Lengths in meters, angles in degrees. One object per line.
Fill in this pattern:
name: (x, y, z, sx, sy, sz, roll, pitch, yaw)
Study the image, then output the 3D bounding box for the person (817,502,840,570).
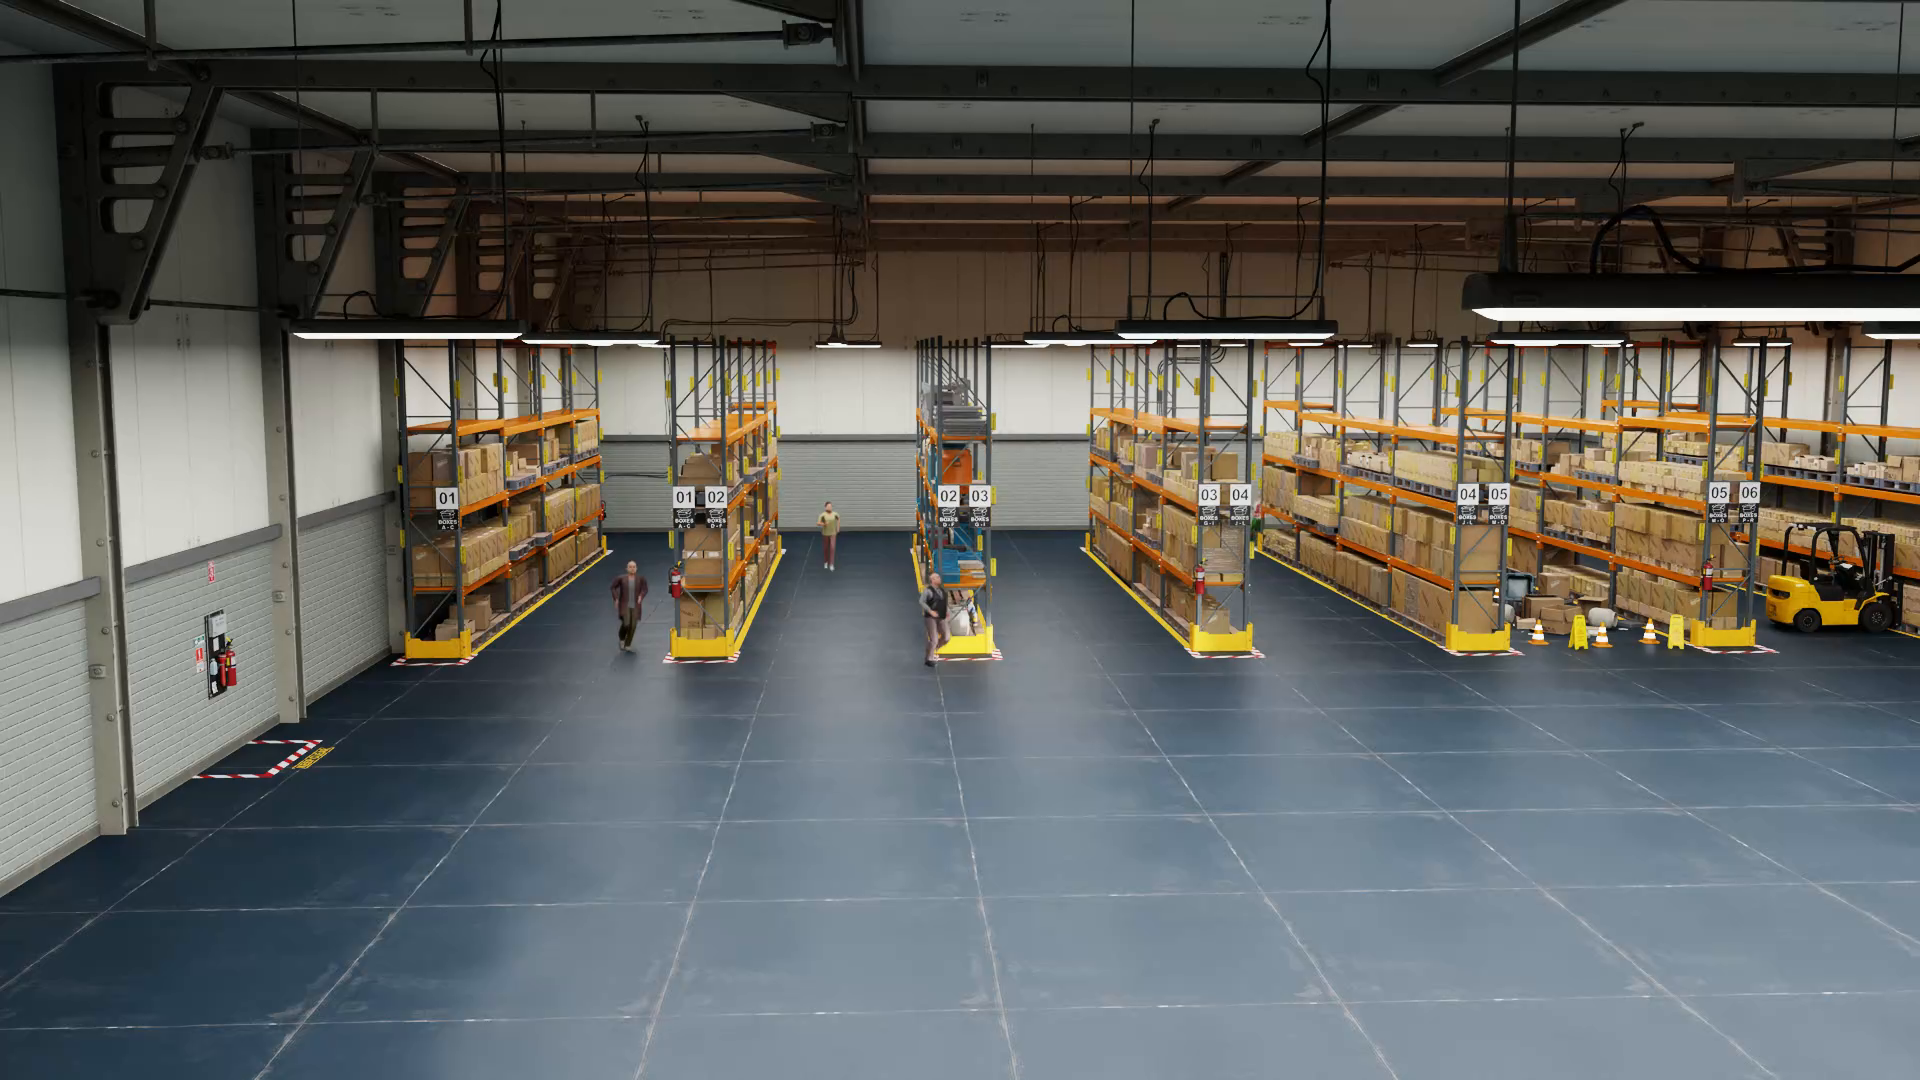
person: (-3.274, -0.102, 41.511, 0.594, 1.705, 0.873, -1, 7, -11)

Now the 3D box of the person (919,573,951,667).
person: (-0.405, 1.453, 30.342, 0.688, 1.689, 0.507, -6, 9, -41)

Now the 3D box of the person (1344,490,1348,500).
person: (10.904, -0.524, 47.302, 0.669, 1.828, 0.766, -2, 7, -17)

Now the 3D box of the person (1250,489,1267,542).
person: (8.819, -0.701, 49.162, 0.838, 1.686, 0.843, -1, 7, -5)

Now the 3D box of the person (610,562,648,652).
person: (-6.260, 1.274, 31.622, 0.681, 1.727, 0.645, -3, 7, -22)
